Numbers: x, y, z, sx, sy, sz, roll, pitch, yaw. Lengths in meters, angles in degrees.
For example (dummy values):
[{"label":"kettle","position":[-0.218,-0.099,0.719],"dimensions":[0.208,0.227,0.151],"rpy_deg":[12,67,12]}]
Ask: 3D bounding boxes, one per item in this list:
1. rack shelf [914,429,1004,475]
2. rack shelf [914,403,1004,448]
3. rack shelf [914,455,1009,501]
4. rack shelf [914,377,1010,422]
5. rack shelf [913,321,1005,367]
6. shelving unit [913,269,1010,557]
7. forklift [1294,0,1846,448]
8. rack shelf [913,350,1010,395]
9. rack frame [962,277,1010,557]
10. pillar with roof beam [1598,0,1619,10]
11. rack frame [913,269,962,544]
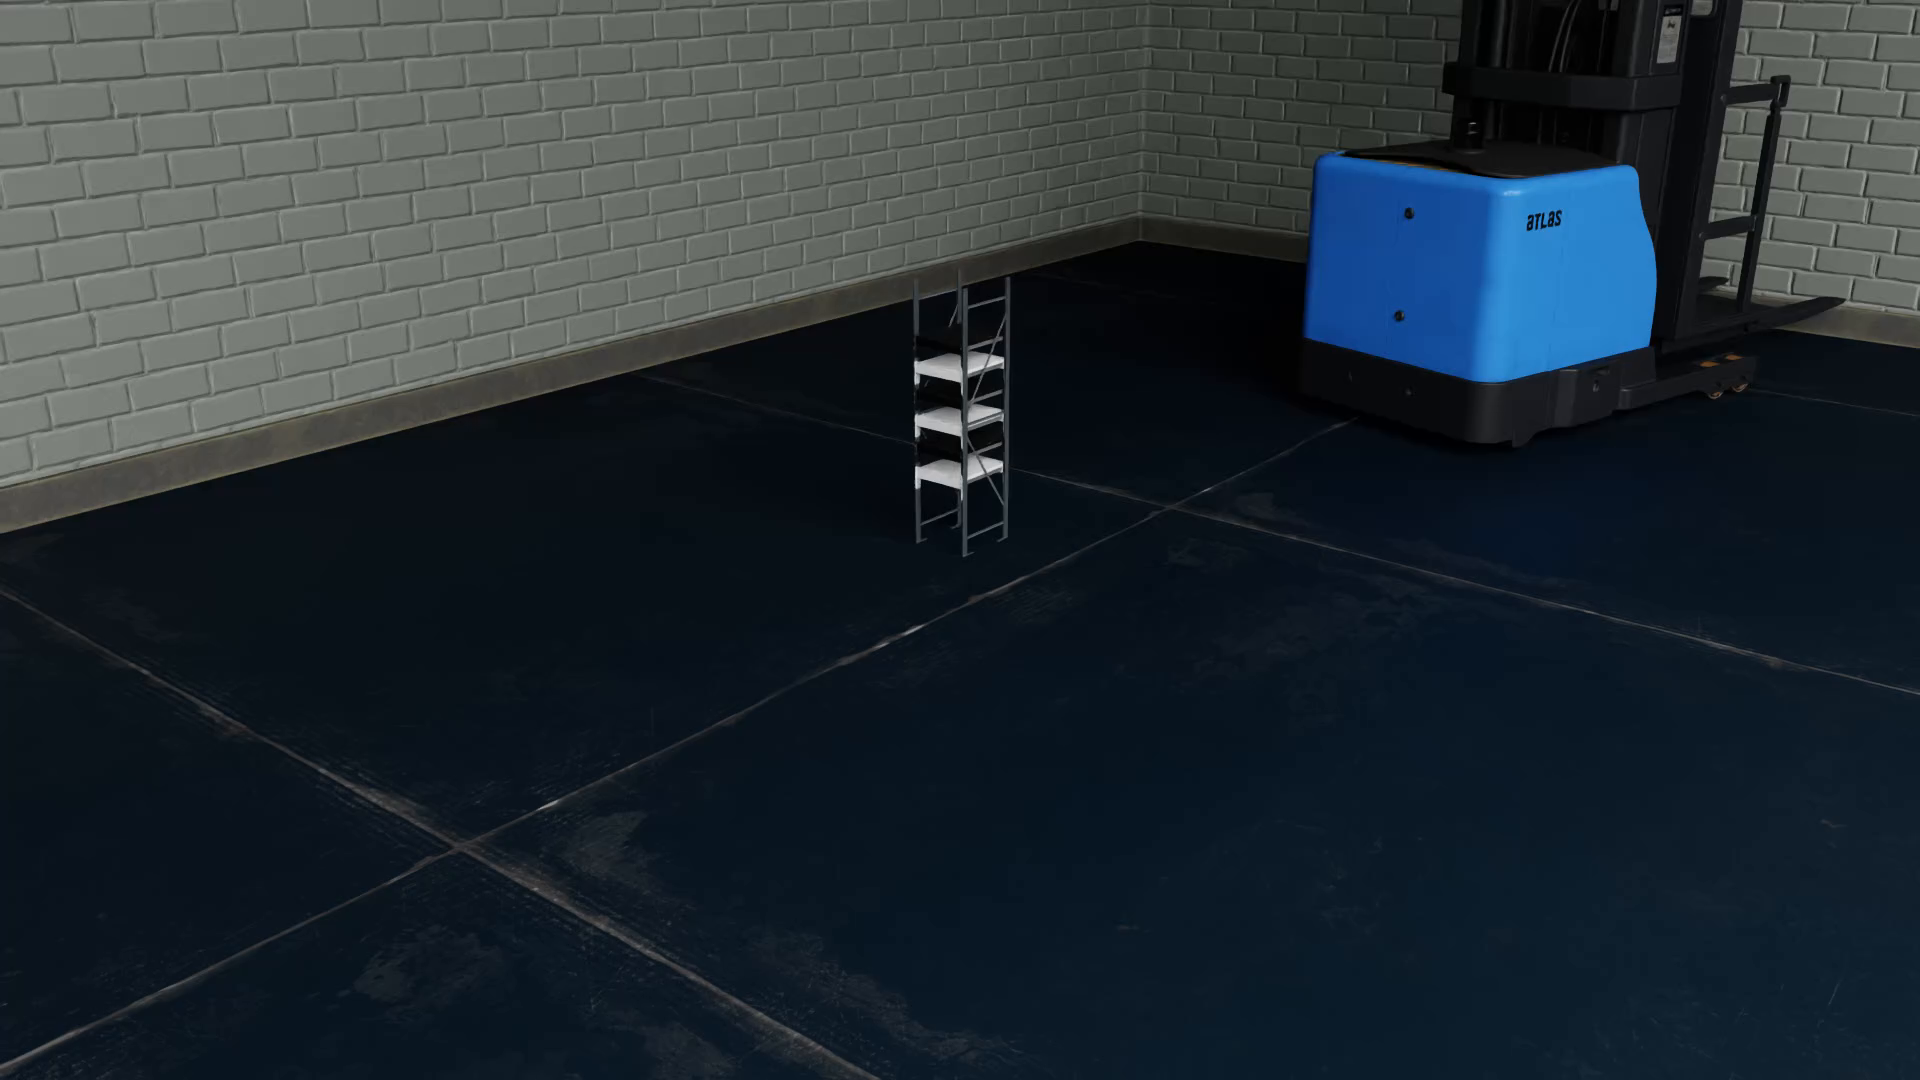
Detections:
[{"label":"rack shelf","position":[0.006,-0.304,5.548],"dimensions":[0.200,0.077,0.258],"rpy_deg":[16,26,36]},{"label":"rack shelf","position":[0.006,-0.388,5.516],"dimensions":[0.200,0.077,0.258],"rpy_deg":[16,26,36]},{"label":"rack shelf","position":[0.006,-0.220,5.580],"dimensions":[0.200,0.077,0.258],"rpy_deg":[16,26,36]},{"label":"rack shelf","position":[0.006,-0.472,5.485],"dimensions":[0.200,0.077,0.258],"rpy_deg":[16,26,36]},{"label":"rack shelf","position":[0.006,-0.641,5.421],"dimensions":[0.200,0.077,0.258],"rpy_deg":[16,26,36]},{"label":"shelving unit","position":[0.006,-0.419,5.505],"dimensions":[0.210,0.900,0.258],"rpy_deg":[16,26,36]},{"label":"forklift","position":[2.934,-2.126,7.152],"dimensions":[3.031,2.935,1.130],"rpy_deg":[-14,25,-33]},{"label":"rack shelf","position":[0.006,-0.556,5.453],"dimensions":[0.200,0.077,0.258],"rpy_deg":[16,26,36]},{"label":"rack frame","position":[0.085,-0.397,5.444],"dimensions":[0.006,0.900,0.240],"rpy_deg":[16,26,36]},{"label":"pillar with roof beam","position":[0.678,-4.294,4.301],"dimensions":[0.400,9.000,9.100],"rpy_deg":[16,26,36]},{"label":"rack frame","position":[-0.072,-0.442,5.565],"dimensions":[0.006,0.900,0.240],"rpy_deg":[16,26,36]}]
